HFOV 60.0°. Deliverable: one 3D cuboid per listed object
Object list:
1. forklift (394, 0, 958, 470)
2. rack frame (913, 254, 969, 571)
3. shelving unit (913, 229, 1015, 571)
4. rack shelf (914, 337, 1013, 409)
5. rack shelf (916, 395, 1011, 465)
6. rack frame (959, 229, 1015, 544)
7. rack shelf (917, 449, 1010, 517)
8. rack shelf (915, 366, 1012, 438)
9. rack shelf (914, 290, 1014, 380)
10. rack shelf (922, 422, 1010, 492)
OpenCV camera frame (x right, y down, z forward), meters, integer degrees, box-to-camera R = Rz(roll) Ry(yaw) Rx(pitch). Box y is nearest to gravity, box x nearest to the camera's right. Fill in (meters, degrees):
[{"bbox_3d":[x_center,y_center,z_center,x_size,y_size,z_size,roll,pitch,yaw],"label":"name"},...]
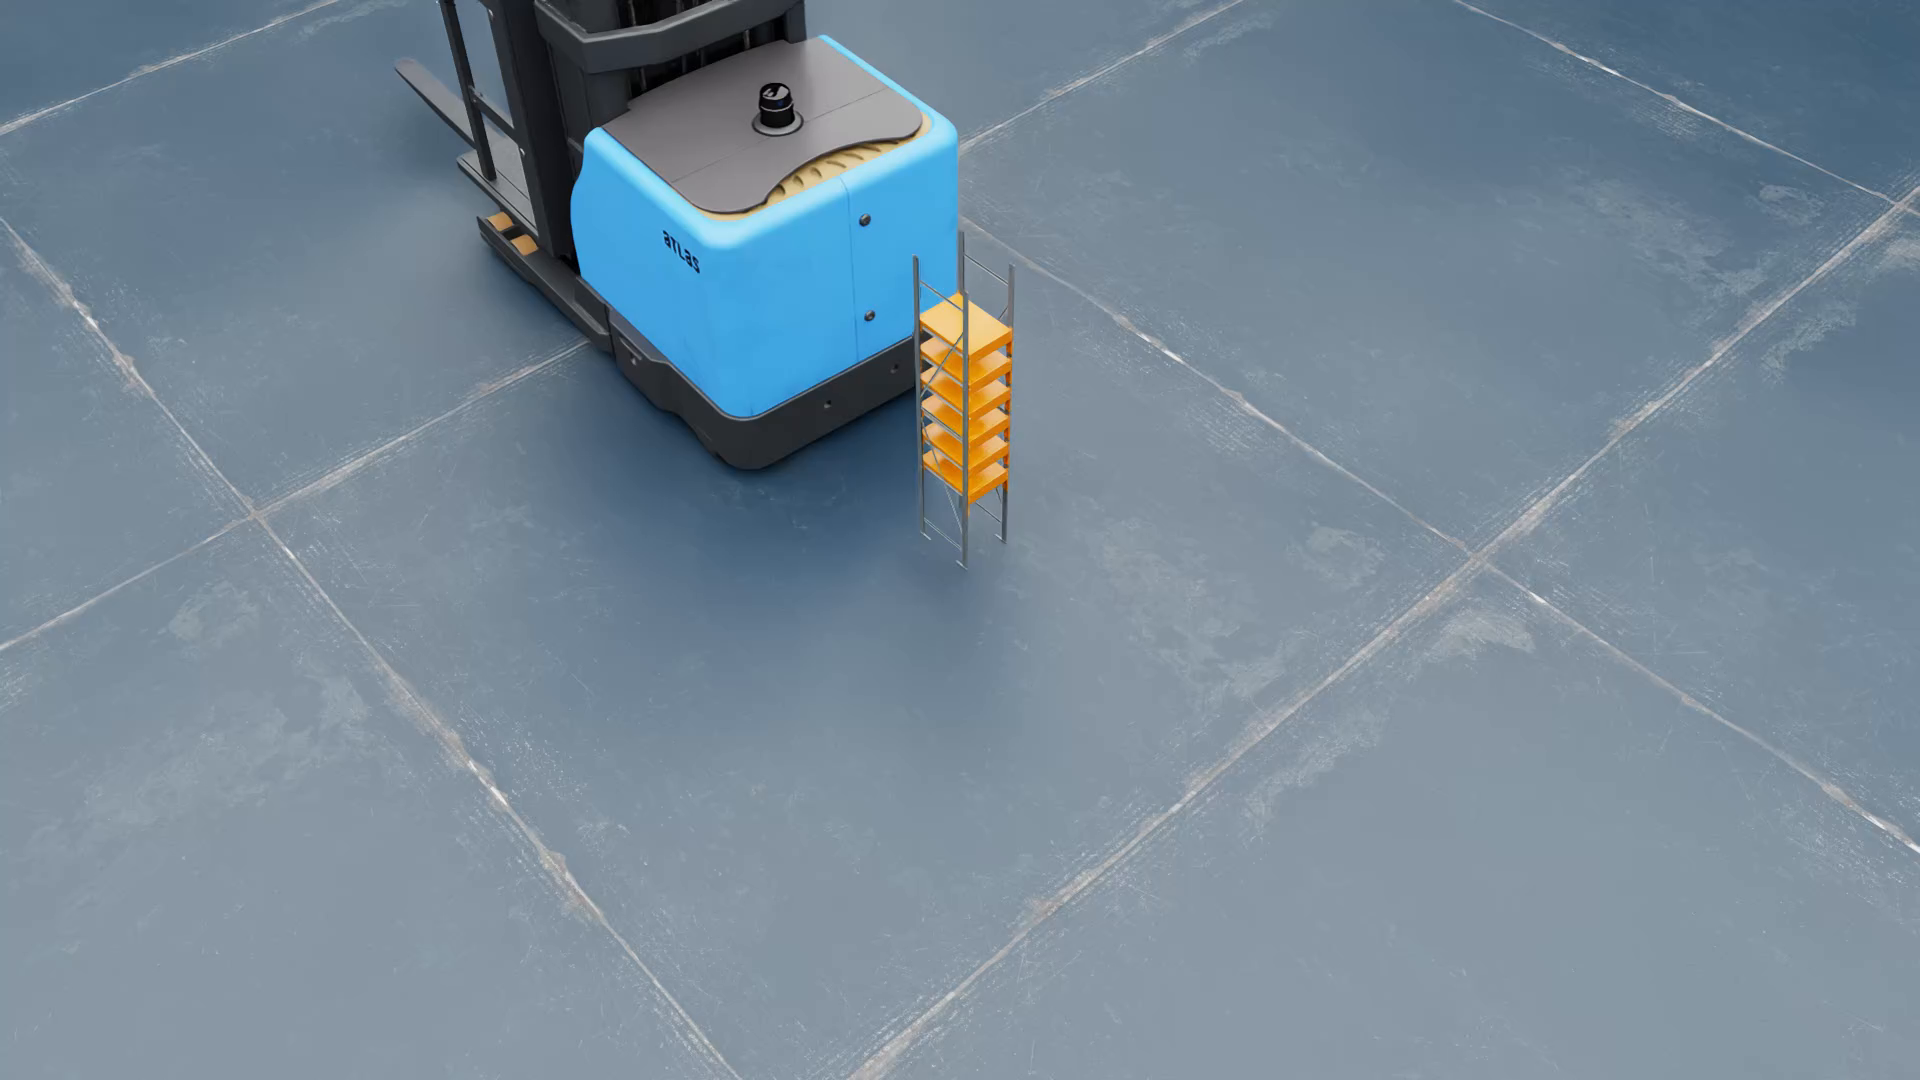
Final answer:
[{"bbox_3d":[-1.311,-2.267,5.848,1.130,2.935,3.031,-31,54,-25],"label":"forklift"},{"bbox_3d":[-0.057,-0.369,5.274,0.006,1.200,0.240,-34,56,-27],"label":"rack frame"},{"bbox_3d":[0.011,-0.414,5.316,0.189,1.200,0.258,-34,56,-27],"label":"shelving unit"},{"bbox_3d":[0.011,-0.547,5.172,0.180,0.103,0.258,-34,56,-27],"label":"rack shelf"},{"bbox_3d":[0.011,-0.384,5.348,0.180,0.103,0.258,-34,56,-27],"label":"rack shelf"},{"bbox_3d":[0.078,-0.459,5.357,0.006,1.200,0.240,-34,56,-27],"label":"rack frame"},{"bbox_3d":[0.011,-0.221,5.525,0.180,0.103,0.258,-34,56,-27],"label":"rack shelf"},{"bbox_3d":[0.011,-0.465,5.260,0.180,0.103,0.258,-34,56,-27],"label":"rack shelf"},{"bbox_3d":[0.011,-0.628,5.084,0.180,0.103,0.258,-34,56,-27],"label":"rack shelf"},{"bbox_3d":[0.011,-0.303,5.436,0.180,0.103,0.258,-34,56,-27],"label":"rack shelf"}]
